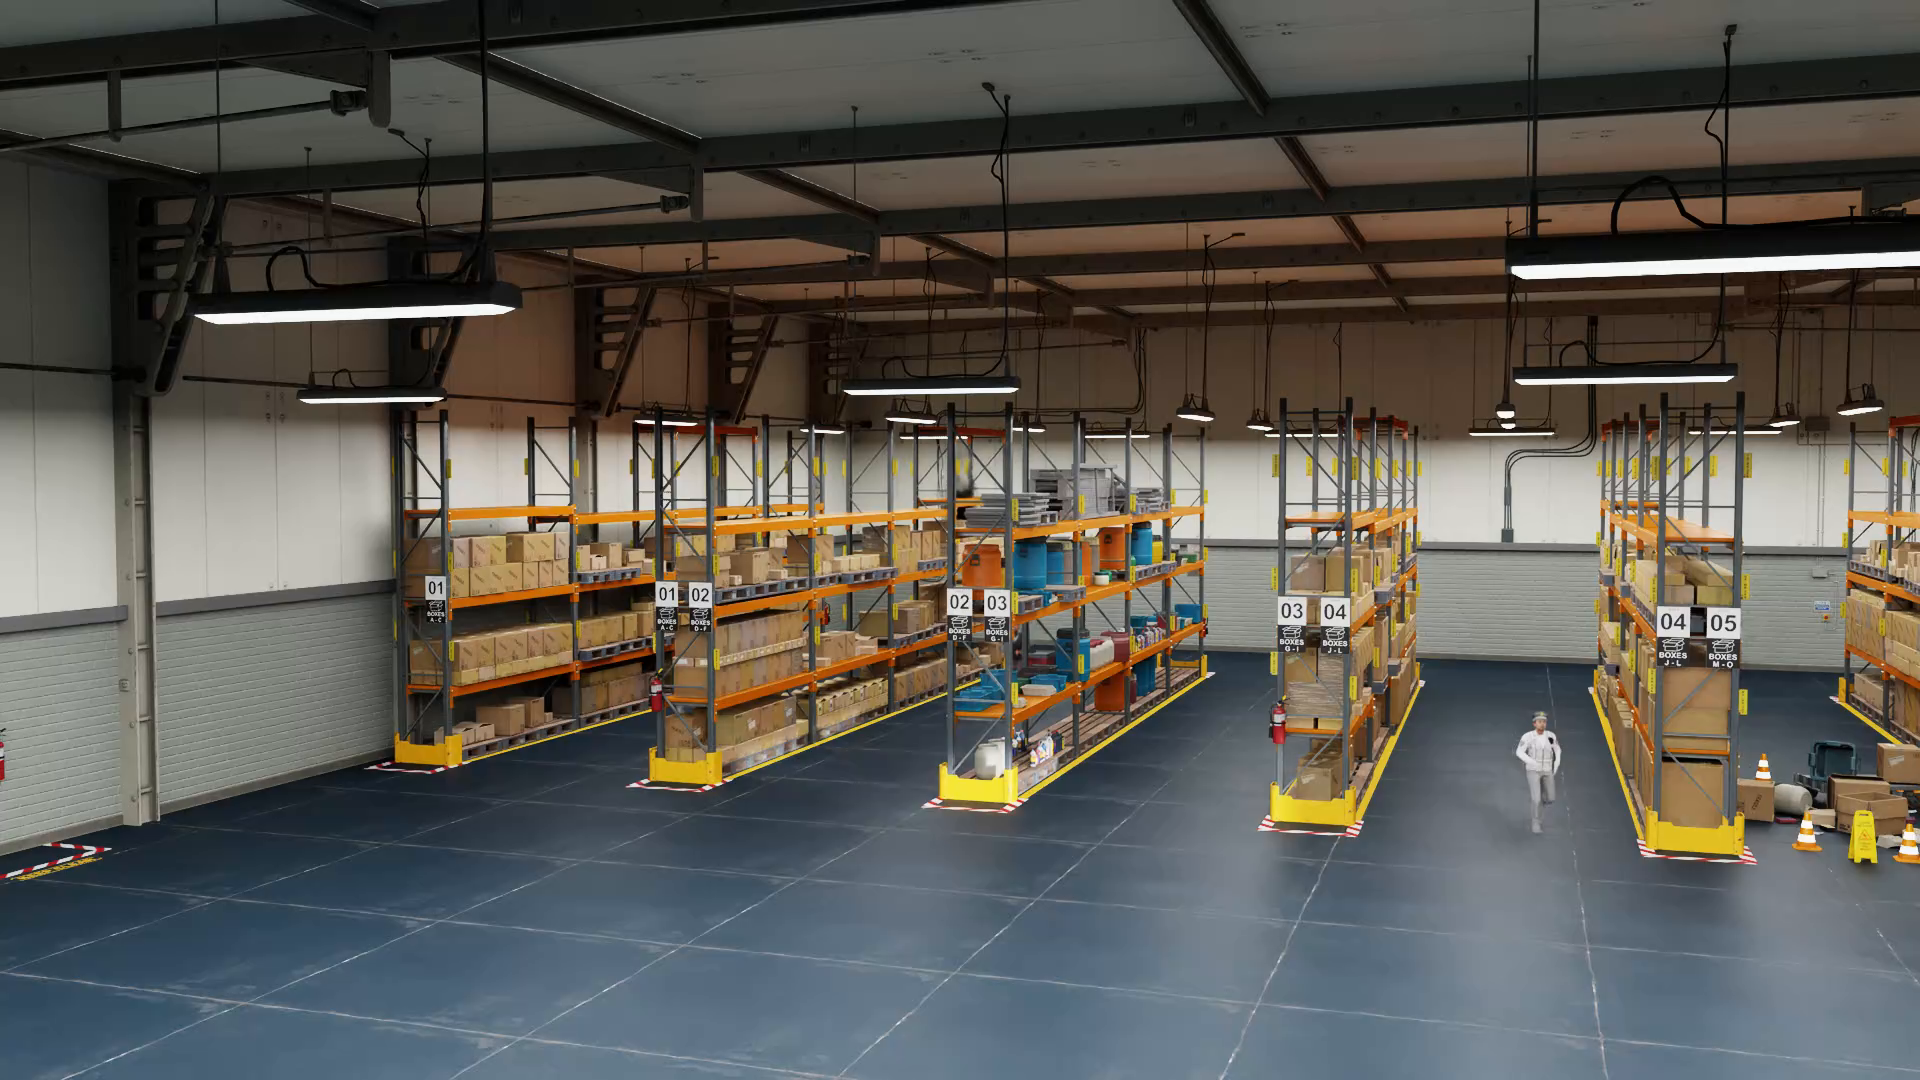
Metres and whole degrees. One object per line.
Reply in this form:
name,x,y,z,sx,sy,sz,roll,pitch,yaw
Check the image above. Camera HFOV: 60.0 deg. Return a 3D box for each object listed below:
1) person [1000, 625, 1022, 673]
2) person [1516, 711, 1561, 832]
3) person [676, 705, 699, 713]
person,1.160,2.610,35.928,0.644,1.680,0.591,0,2,5
person,8.012,3.193,22.962,0.641,1.659,0.555,0,2,1
person,-5.169,2.846,31.679,0.547,1.655,0.978,0,2,11
